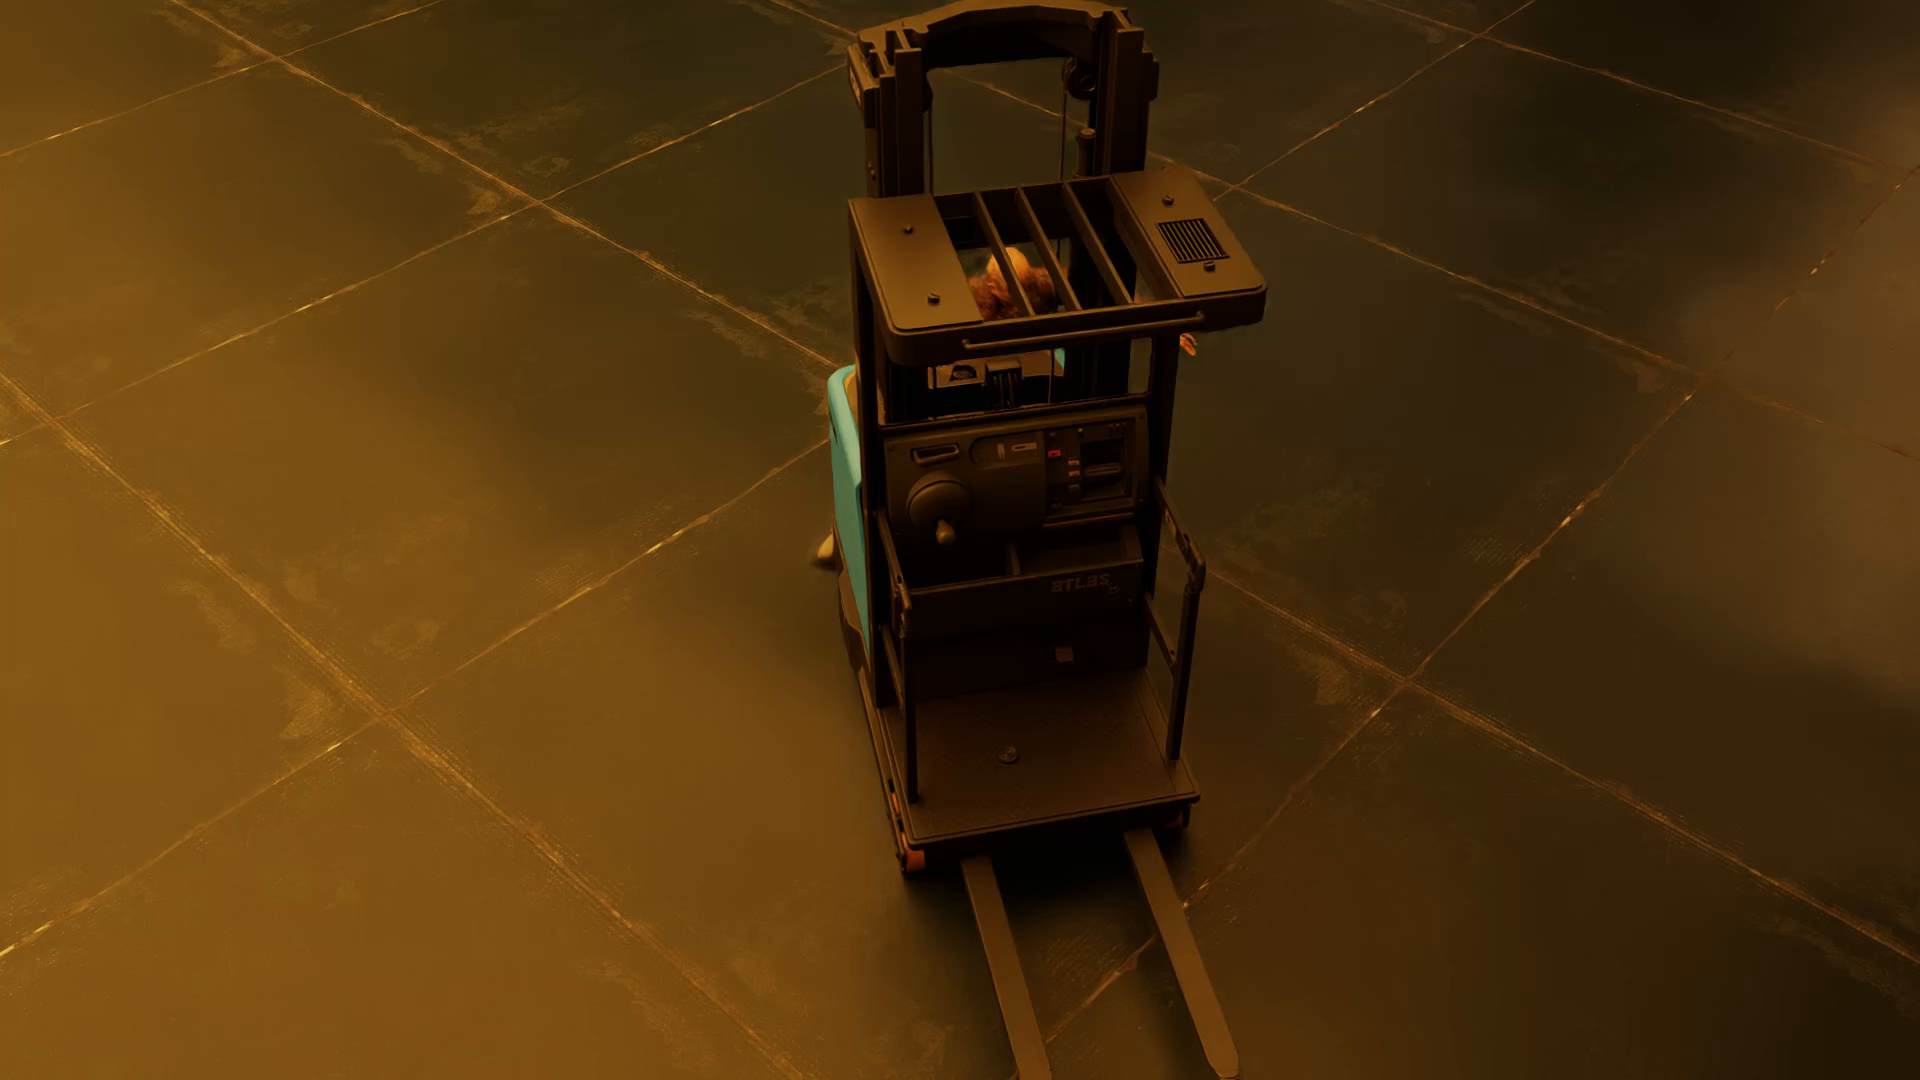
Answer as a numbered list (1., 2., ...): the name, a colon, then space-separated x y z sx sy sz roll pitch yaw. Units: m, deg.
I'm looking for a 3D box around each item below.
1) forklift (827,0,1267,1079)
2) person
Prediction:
1. forklift: 0.250 -0.140 5.592 1.130 2.935 3.031 -8 41 -9
2. person: 0.136 -0.592 7.225 1.618 1.500 0.804 -9 41 -11
